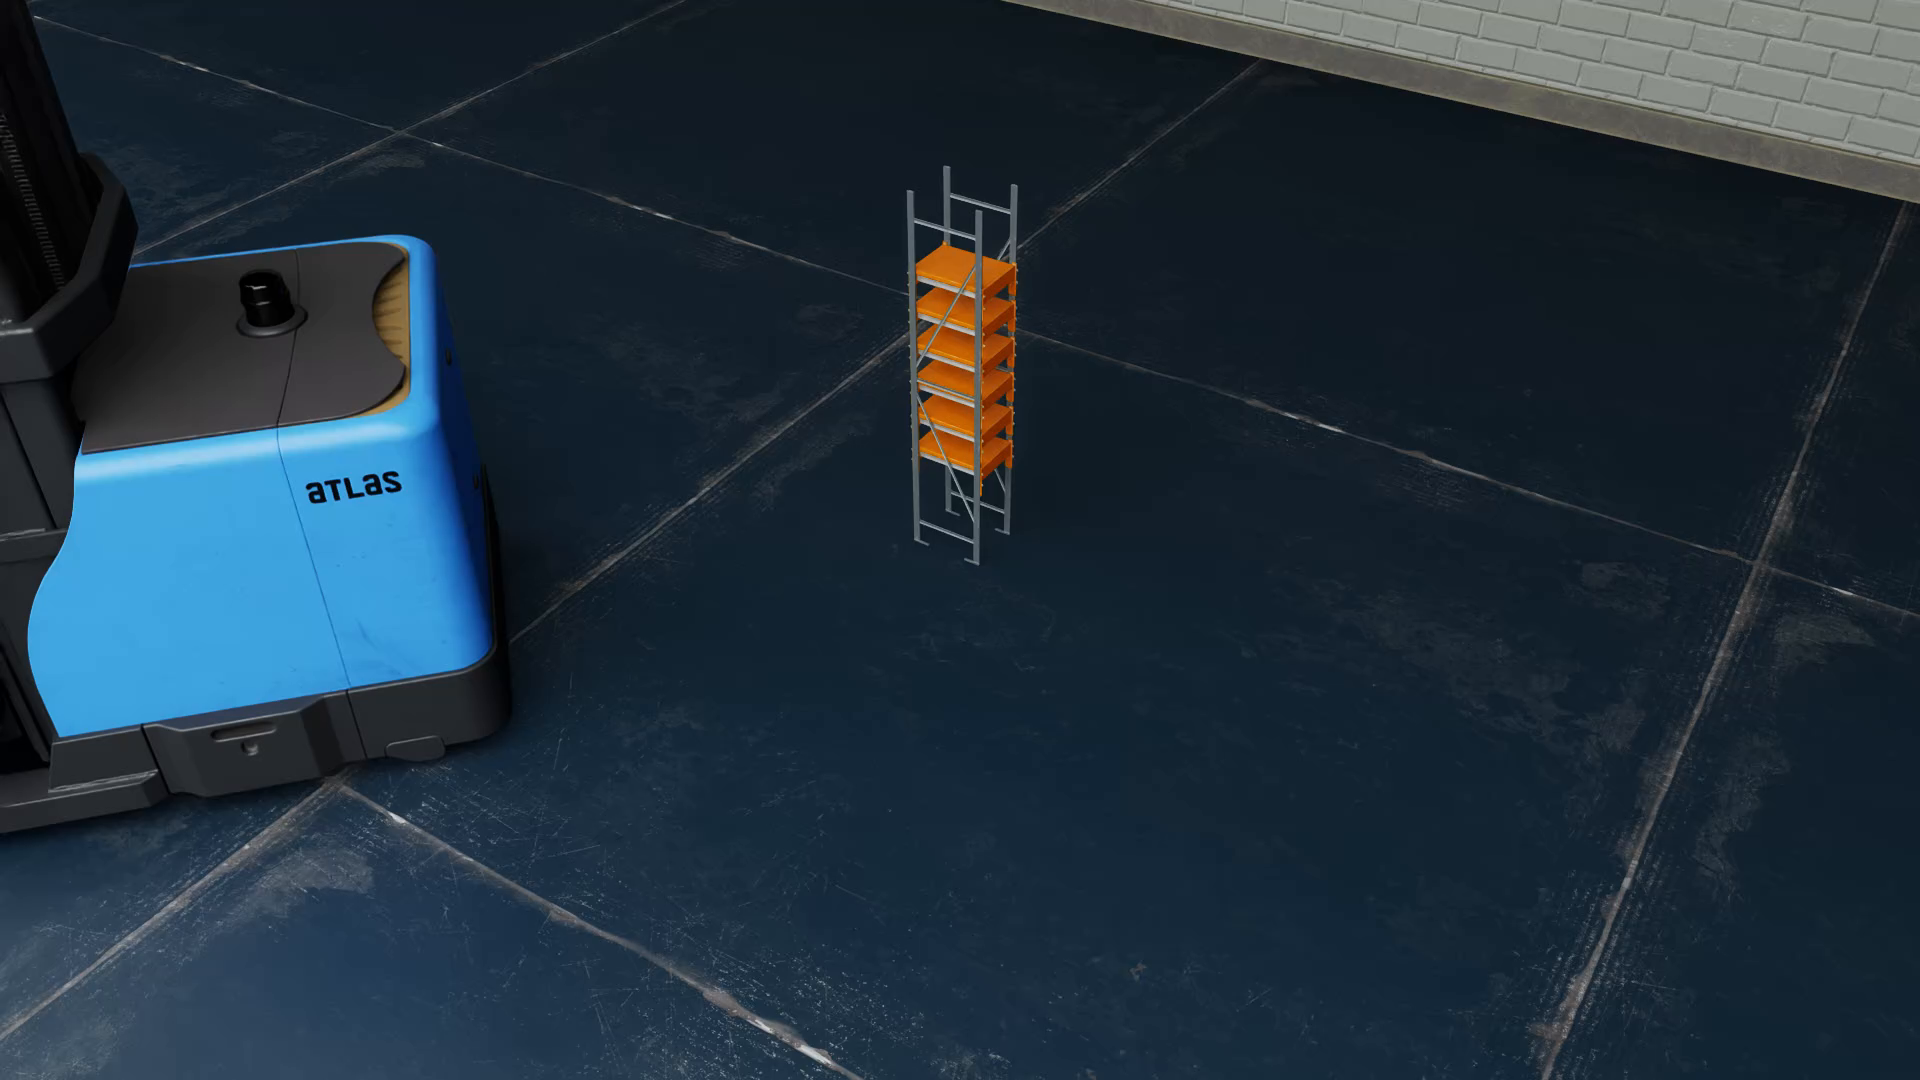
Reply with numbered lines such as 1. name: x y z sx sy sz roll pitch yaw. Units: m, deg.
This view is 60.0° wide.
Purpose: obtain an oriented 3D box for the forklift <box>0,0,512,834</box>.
1. forklift: -2.794 -0.656 3.700 3.031 2.935 1.130 -9 39 -12

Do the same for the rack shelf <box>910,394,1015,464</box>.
1. rack shelf: 0.008 -0.352 4.994 0.258 0.103 0.180 21 42 25

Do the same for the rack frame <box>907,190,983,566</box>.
1. rack frame: -0.041 -0.435 4.832 0.240 1.200 0.006 21 42 25

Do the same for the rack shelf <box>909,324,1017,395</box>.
1. rack shelf: 0.008 -0.542 4.847 0.258 0.103 0.180 21 42 25

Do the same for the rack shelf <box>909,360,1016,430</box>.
1. rack shelf: 0.008 -0.447 4.920 0.258 0.103 0.180 21 42 25

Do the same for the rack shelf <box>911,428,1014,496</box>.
1. rack shelf: 0.008 -0.257 5.067 0.258 0.103 0.180 21 42 25

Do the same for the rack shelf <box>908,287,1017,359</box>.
1. rack shelf: 0.008 -0.638 4.774 0.258 0.103 0.180 21 42 25

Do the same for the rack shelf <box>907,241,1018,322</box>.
1. rack shelf: 0.008 -0.733 4.701 0.258 0.103 0.180 21 42 25

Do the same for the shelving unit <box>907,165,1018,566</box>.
1. shelving unit: 0.008 -0.483 4.893 0.258 1.200 0.189 21 42 25

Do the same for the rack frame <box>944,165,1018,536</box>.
1. rack frame: 0.057 -0.530 4.955 0.240 1.200 0.006 21 42 25
